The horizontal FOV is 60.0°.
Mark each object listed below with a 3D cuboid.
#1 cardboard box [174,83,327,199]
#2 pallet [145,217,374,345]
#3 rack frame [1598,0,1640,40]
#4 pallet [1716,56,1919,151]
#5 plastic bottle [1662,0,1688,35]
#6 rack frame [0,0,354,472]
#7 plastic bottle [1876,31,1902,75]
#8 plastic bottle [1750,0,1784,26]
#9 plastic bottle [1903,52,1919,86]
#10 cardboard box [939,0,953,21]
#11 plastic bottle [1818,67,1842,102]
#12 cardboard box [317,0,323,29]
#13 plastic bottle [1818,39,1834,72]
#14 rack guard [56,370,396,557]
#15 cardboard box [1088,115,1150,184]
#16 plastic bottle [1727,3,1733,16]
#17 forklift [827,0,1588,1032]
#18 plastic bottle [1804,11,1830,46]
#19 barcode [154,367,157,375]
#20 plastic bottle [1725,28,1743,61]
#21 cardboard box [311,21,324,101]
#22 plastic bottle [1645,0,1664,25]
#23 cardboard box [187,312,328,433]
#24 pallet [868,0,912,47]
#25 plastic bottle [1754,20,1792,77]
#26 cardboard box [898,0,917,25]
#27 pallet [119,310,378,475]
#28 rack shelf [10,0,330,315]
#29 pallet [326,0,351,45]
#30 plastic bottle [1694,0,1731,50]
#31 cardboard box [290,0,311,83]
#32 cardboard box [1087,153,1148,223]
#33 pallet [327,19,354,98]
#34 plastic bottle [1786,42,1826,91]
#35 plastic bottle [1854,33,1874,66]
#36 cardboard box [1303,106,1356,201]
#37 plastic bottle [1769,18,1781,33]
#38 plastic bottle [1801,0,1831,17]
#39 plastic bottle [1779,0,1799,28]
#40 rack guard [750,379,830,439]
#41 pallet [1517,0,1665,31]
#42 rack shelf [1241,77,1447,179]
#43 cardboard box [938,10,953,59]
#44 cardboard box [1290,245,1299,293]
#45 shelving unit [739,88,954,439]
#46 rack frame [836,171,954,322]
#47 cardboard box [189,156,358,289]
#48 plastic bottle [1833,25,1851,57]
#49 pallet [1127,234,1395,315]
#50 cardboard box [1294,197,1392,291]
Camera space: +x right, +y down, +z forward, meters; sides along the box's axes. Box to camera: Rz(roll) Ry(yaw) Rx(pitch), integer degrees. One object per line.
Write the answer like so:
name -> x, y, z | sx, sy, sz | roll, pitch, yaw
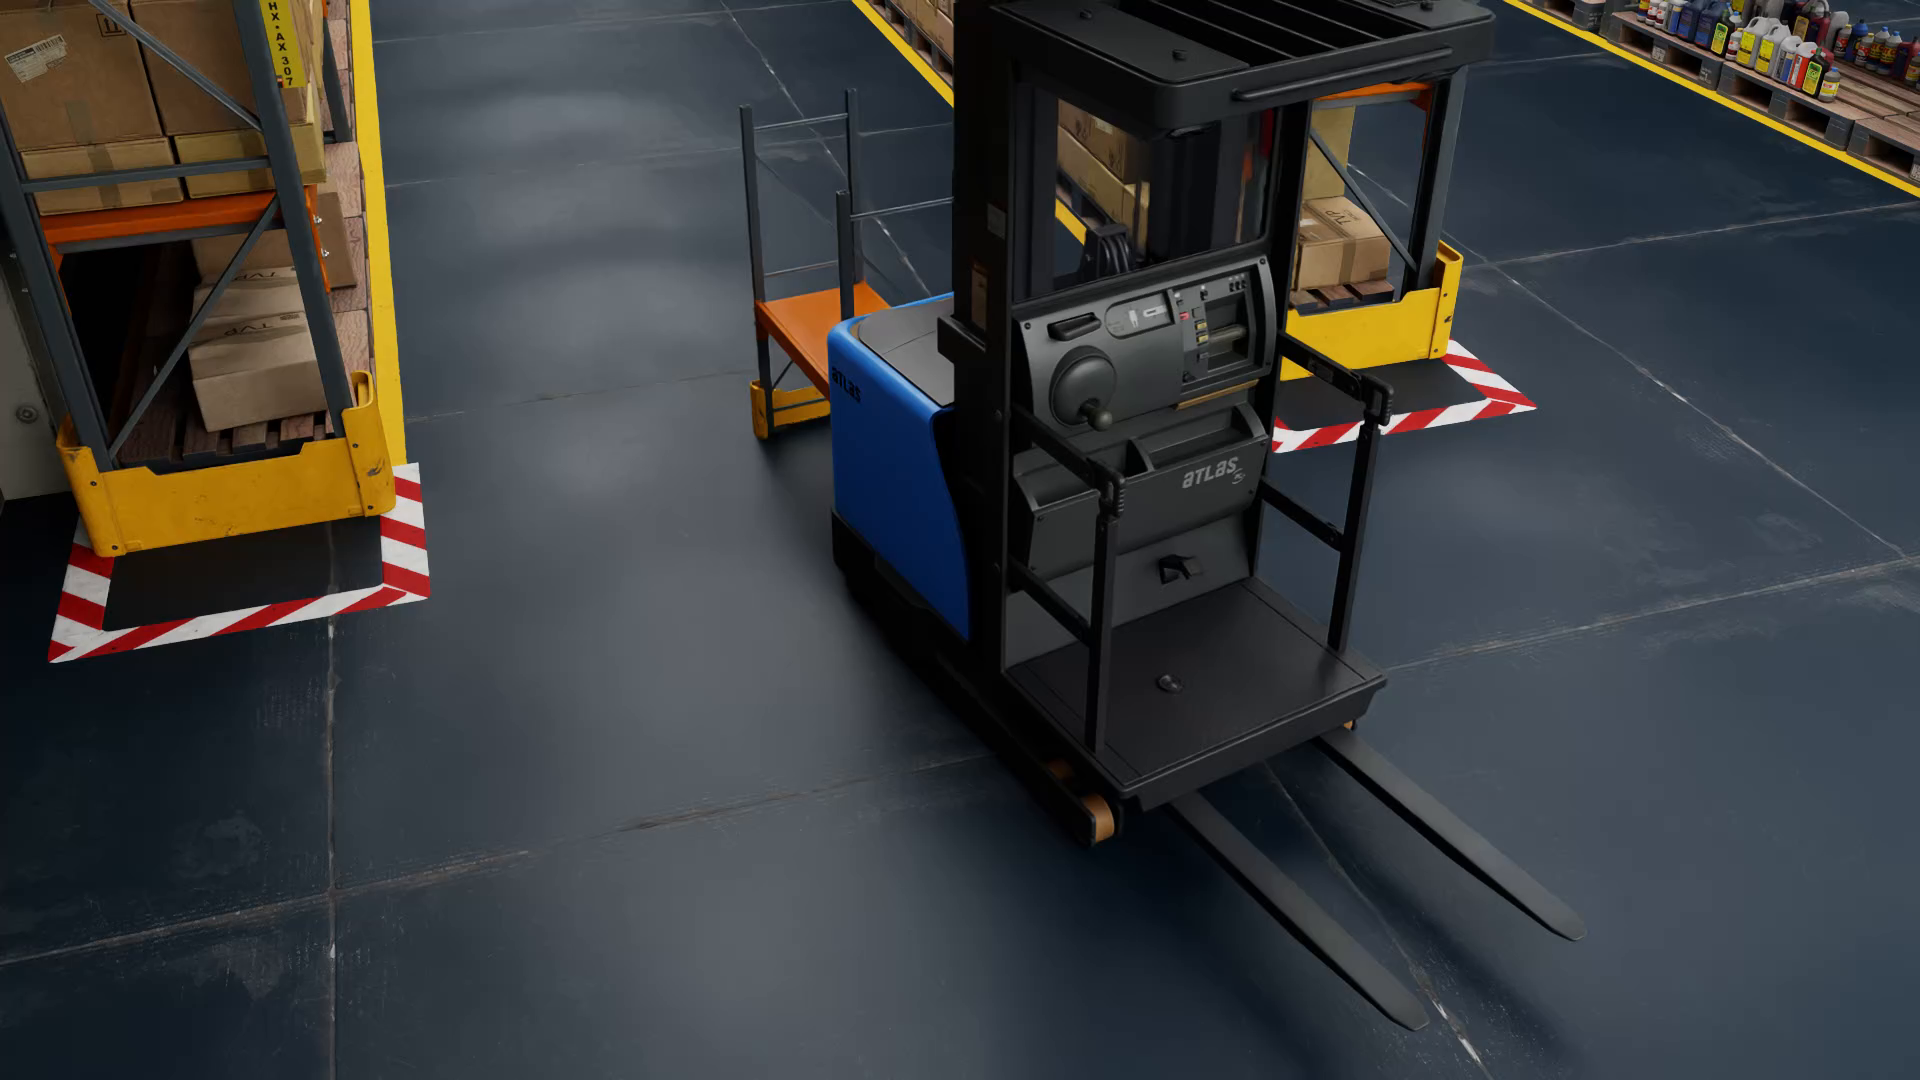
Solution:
cardboard box -> -2.781, -1.576, 6.533 | 0.500, 0.250, 0.500 | -11, 35, -16
pallet -> -3.540, -1.269, 8.480 | 1.003, 0.211, 1.213 | -10, 35, -15
rack frame -> 5.280, -5.087, 11.728 | 1.000, 3.000, 0.127 | -10, 35, -15
pallet -> 5.821, -2.922, 10.981 | 1.003, 0.211, 1.213 | -10, 35, -15
plastic bottle -> 5.085, -3.728, 11.743 | 0.152, 0.276, 0.135 | -9, 34, -13
rack frame -> -2.935, -1.321, 6.028 | 1.000, 3.000, 0.127 | -10, 35, -15
plastic bottle -> 6.140, -3.217, 10.973 | 0.097, 0.271, 0.097 | 0, 33, 0
plastic bottle -> 5.676, -3.706, 11.709 | 0.152, 0.276, 0.135 | -10, 35, -15
plastic bottle -> 6.212, -3.062, 10.802 | 0.097, 0.201, 0.097 | 0, 33, 0
cardboard box -> 0.165, -3.683, 11.207 | 0.500, 0.311, 0.500 | -10, 35, -15
plastic bottle -> 5.523, -2.894, 10.547 | 0.097, 0.201, 0.097 | 0, 33, 0
cardboard box -> -3.409, -2.645, 8.149 | 0.500, 0.250, 0.500 | -10, 35, -15
plastic bottle -> 5.573, -3.083, 10.760 | 0.061, 0.283, 0.133 | -10, 35, -15
rack guard -> -2.958, -0.318, 6.778 | 1.175, 0.500, 0.348 | -10, 35, -15
cardboard box -> 1.016, -2.251, 8.869 | 0.500, 0.500, 0.500 | -10, 35, -15
plastic bottle -> 5.290, -3.583, 11.527 | 0.097, 0.271, 0.097 | 0, 33, 0
forklift -> 0.698, -0.550, 4.924 | 1.130, 2.935, 3.031 | -18, 38, -26
plastic bottle -> 5.853, -3.473, 11.350 | 0.061, 0.283, 0.133 | -10, 35, -15
barcode -> -3.446, -0.707, 7.131 | 0.001, 0.075, 0.075 | -10, 35, -15
plastic bottle -> 5.253, -3.358, 11.250 | 0.097, 0.201, 0.097 | 0, 33, 0
cardboard box -> -3.103, -2.115, 7.348 | 0.500, 0.250, 0.500 | -11, 35, -15
plastic bottle -> 4.991, -3.809, 11.932 | 0.097, 0.201, 0.097 | 0, 33, 0
cardboard box -> -3.060, -0.761, 7.221 | 0.500, 0.311, 0.500 | -14, 36, -20
pallet -> -0.076, -4.115, 12.785 | 1.003, 0.211, 1.213 | -10, 35, -15
plastic bottle -> 5.375, -3.252, 10.954 | 0.144, 0.351, 0.185 | -9, 34, -13
cardboard box -> -0.150, -3.988, 12.177 | 0.500, 0.250, 0.500 | -9, 35, -14
pallet -> -3.172, -0.630, 7.512 | 1.003, 0.211, 1.213 | -10, 35, -15
rack shelf -> -3.545, -2.071, 7.816 | 1.077, 0.370, 4.000 | -10, 35, -15
pallet -> -5.138, -3.947, 12.532 | 1.003, 0.211, 1.213 | -10, 35, -15
plastic bottle -> 5.189, -3.573, 11.440 | 0.144, 0.351, 0.185 | -11, 35, -17
cardboard box -> -2.935, -2.142, 6.708 | 0.500, 0.500, 0.500 | -10, 35, -15
cardboard box -> 1.019, -1.939, 9.076 | 0.500, 0.250, 0.500 | -10, 35, -15
pallet -> -4.769, -3.308, 11.565 | 1.003, 0.211, 1.213 | -10, 35, -15
plastic bottle -> 5.472, -3.062, 10.734 | 0.152, 0.276, 0.135 | -10, 35, -14
plastic bottle -> 6.079, -3.292, 11.150 | 0.097, 0.201, 0.097 | 0, 33, 0
cardboard box -> 1.676, -2.078, 8.607 | 0.500, 0.500, 0.500 | -10, 35, -15
plastic bottle -> 5.452, -3.357, 11.180 | 0.152, 0.276, 0.135 | -10, 35, -15
plastic bottle -> 5.908, -3.606, 11.489 | 0.144, 0.351, 0.185 | -10, 35, -15
plastic bottle -> 5.810, -3.775, 11.746 | 0.144, 0.351, 0.185 | -12, 35, -17
rack guard -> -0.653, -0.644, 7.498 | 0.587, 0.250, 0.087 | -15, 36, -21
pallet -> 5.004, -4.330, 13.111 | 1.003, 0.211, 1.213 | -10, 35, -15
rack shelf -> 1.172, -2.906, 9.079 | 1.077, 0.370, 4.000 | -10, 35, -15
cardboard box -> 0.159, -3.453, 11.368 | 0.500, 0.250, 0.500 | -10, 35, -15
cardboard box -> 1.337, -1.416, 8.285 | 0.500, 0.250, 0.500 | -10, 35, -15
shelving unit -> -0.436, -0.919, 6.780 | 0.587, 1.500, 1.083 | -15, 36, -21
rack frame -> -0.210, -0.662, 6.391 | 0.500, 1.500, 0.032 | -15, 36, -21
cardboard box -> -3.410, -1.533, 8.217 | 0.700, 0.500, 0.500 | -12, 35, -18
plastic bottle -> 6.016, -3.400, 11.313 | 0.097, 0.201, 0.097 | 0, 33, 0
pallet -> 1.509, -1.387, 8.658 | 1.003, 0.211, 1.213 | -10, 35, -15
cardboard box -> 1.830, -1.503, 8.417 | 0.500, 0.250, 0.500 | -10, 35, -15
